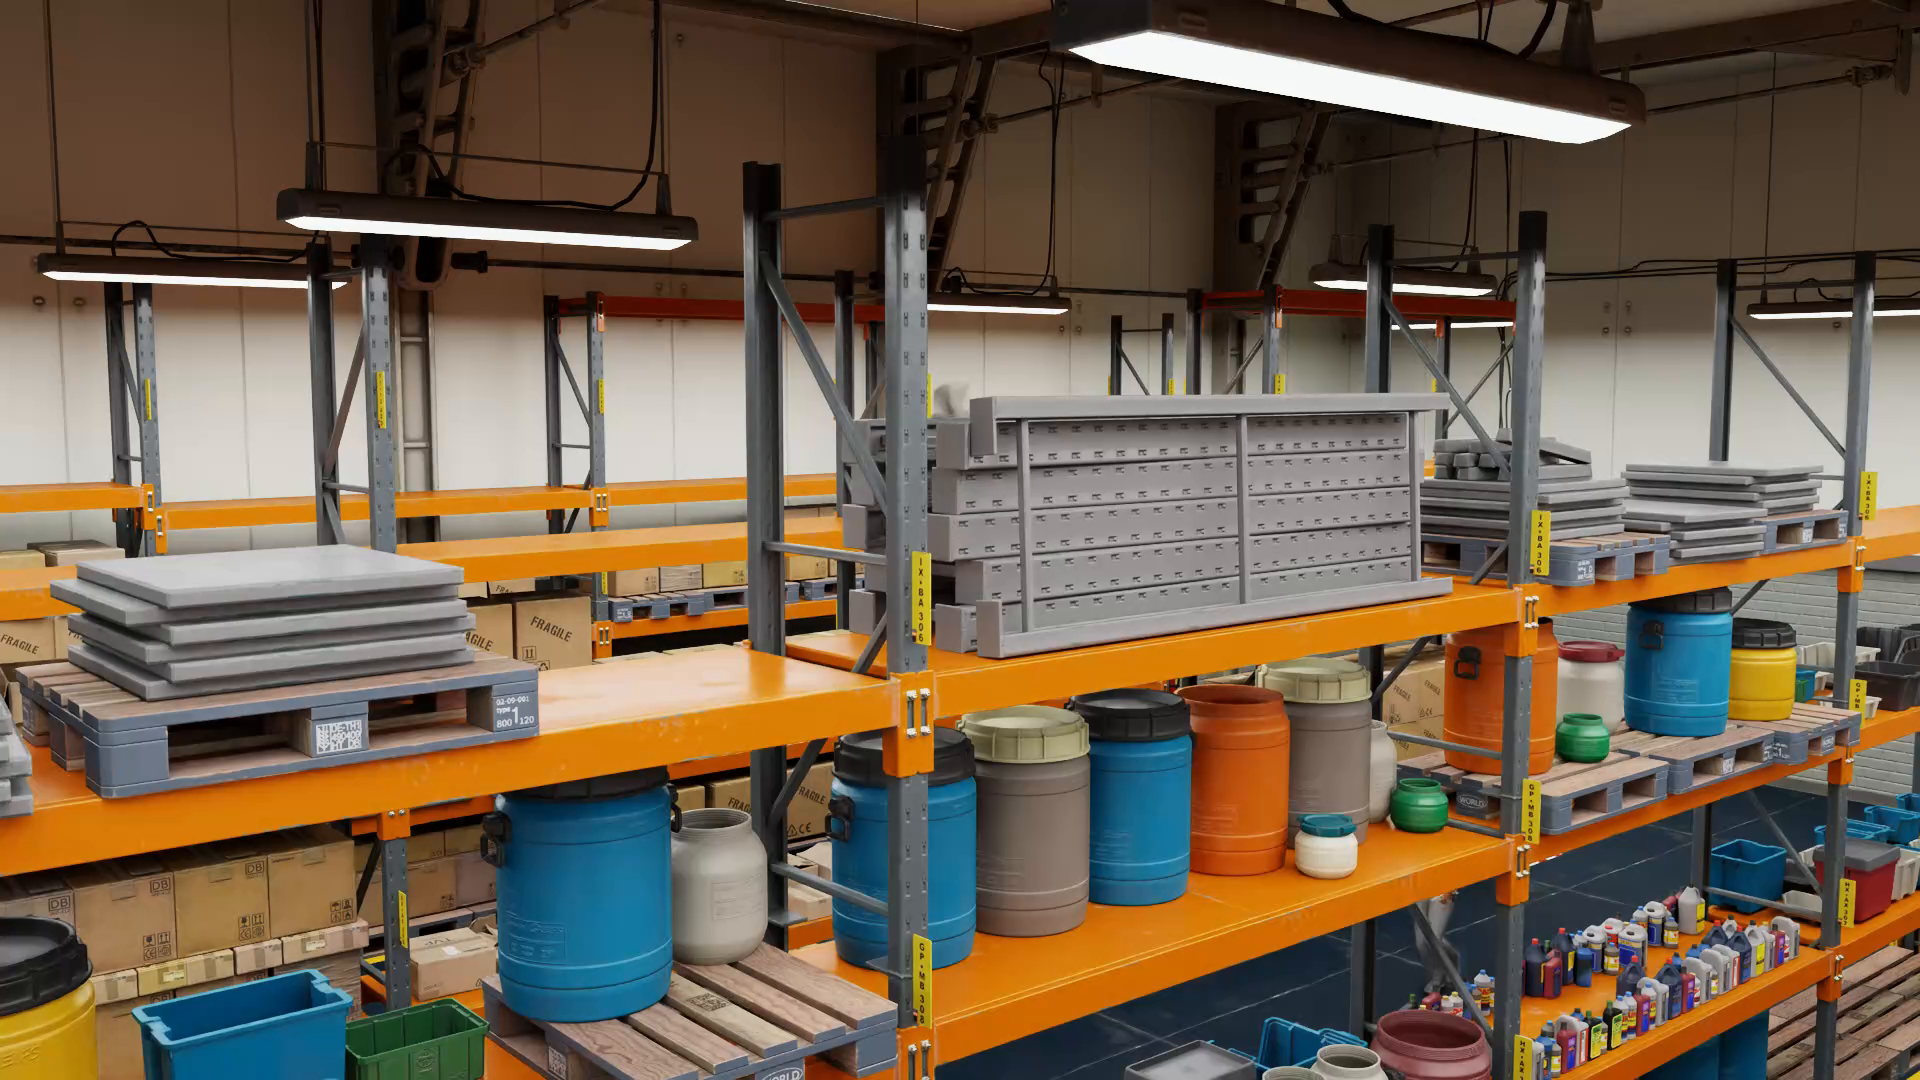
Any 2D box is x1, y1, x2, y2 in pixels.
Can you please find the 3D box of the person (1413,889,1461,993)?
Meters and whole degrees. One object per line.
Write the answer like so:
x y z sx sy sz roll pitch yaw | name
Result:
3.970 2.995 13.984 0.544 1.655 0.550 -5 8 -44 | person
